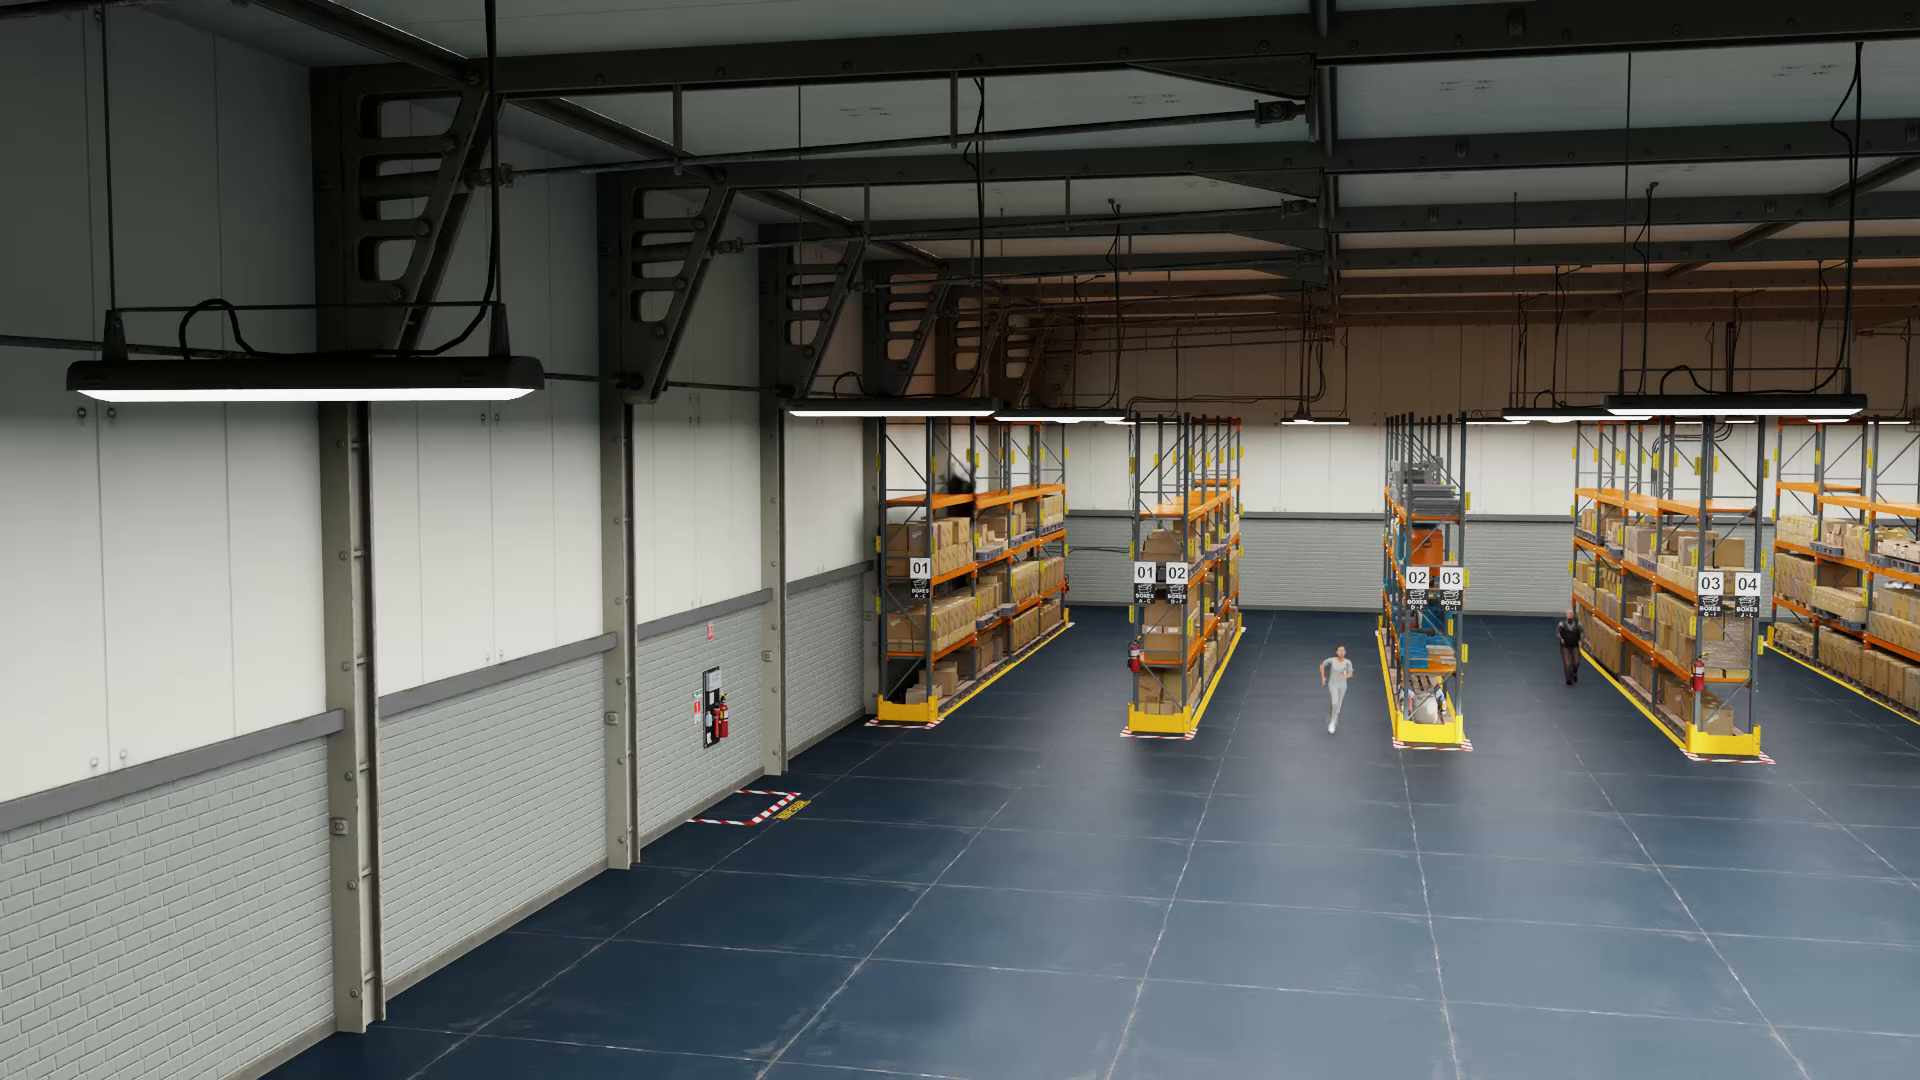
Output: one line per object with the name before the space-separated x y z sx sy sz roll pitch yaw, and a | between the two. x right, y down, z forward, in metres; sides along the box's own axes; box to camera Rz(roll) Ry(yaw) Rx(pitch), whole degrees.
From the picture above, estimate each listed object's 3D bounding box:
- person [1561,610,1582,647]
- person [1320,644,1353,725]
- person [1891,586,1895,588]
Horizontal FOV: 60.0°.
person | 13.521 1.965 36.765 0.509 0.827 0.451 1 4 16
person | 7.092 2.735 31.253 0.542 1.558 0.682 0 4 -6
person | 25.082 1.514 44.697 0.229 0.534 0.128 -1 4 -10
